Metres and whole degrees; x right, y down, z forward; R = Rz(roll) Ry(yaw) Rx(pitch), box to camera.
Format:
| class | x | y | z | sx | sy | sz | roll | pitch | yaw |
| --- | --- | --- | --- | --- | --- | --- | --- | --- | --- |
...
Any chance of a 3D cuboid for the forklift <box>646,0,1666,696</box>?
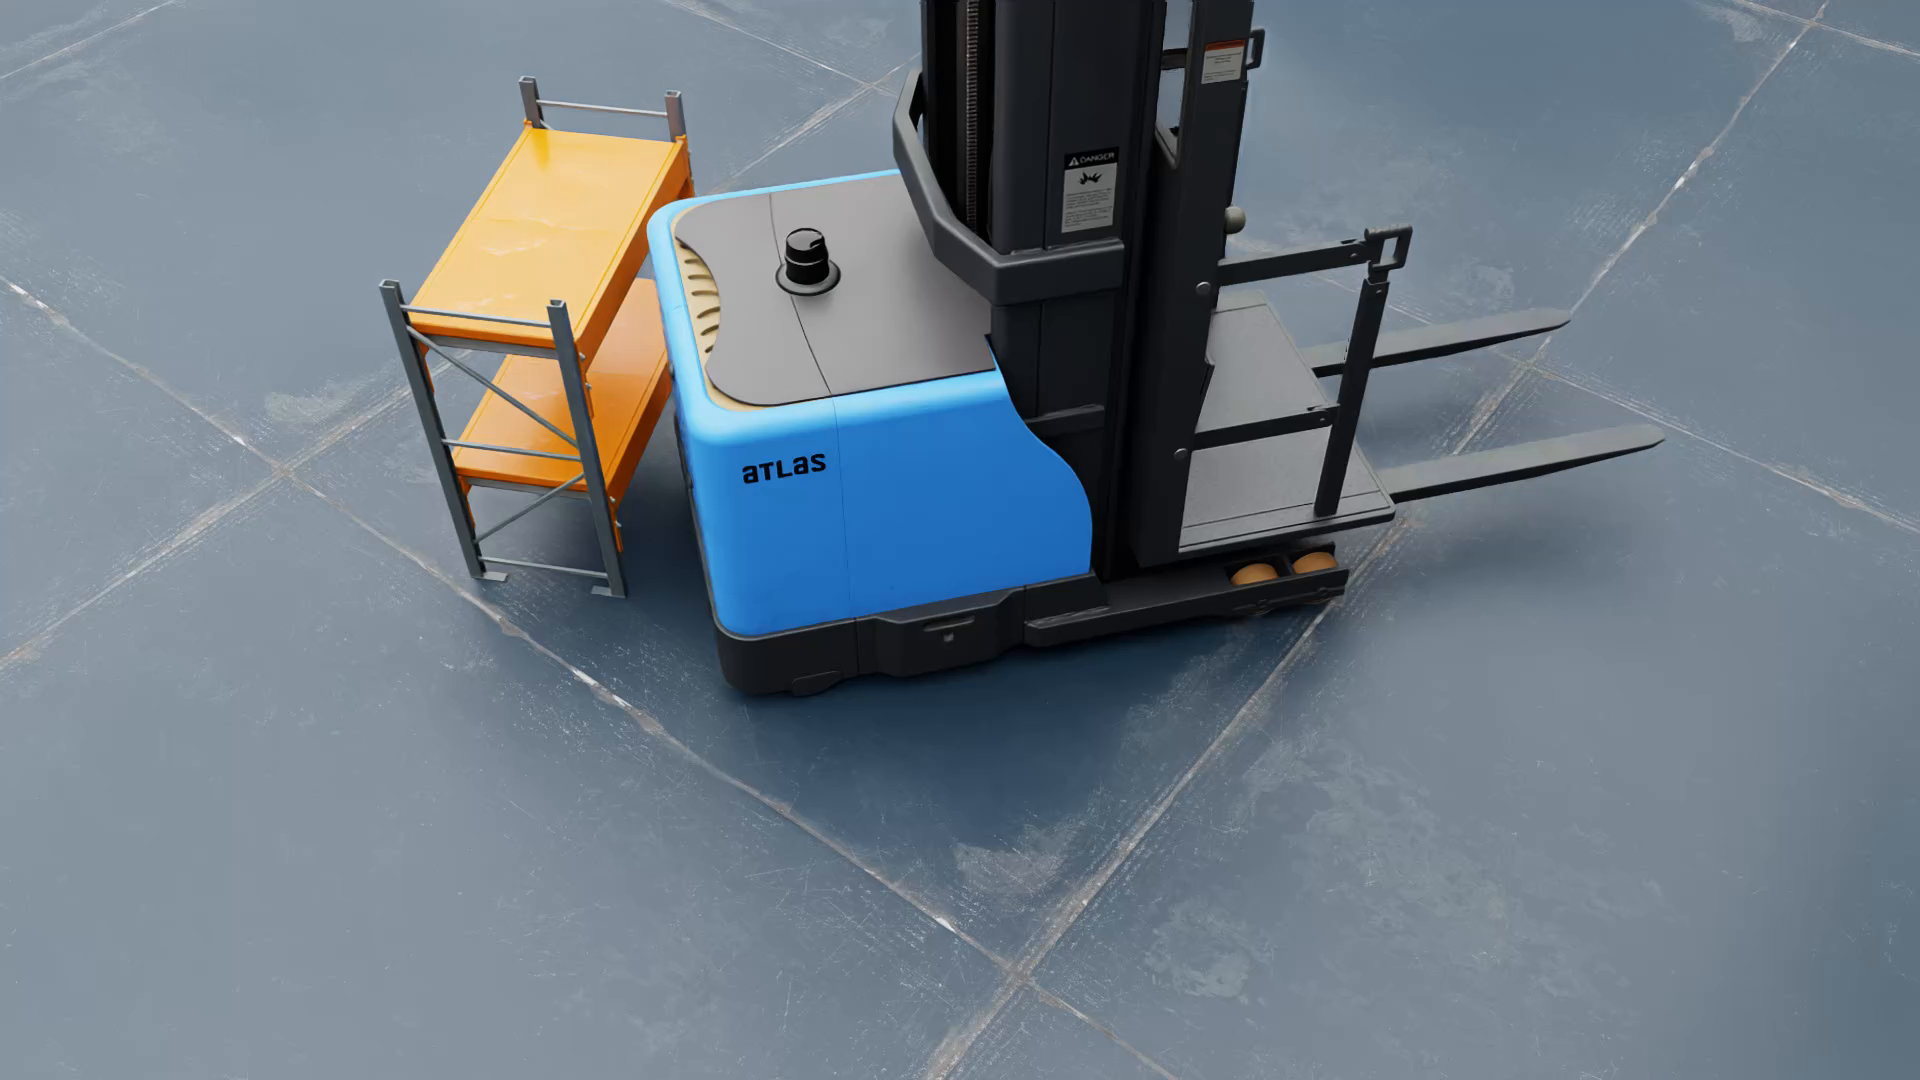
| class | x | y | z | sx | sy | sz | roll | pitch | yaw |
| --- | --- | --- | --- | --- | --- | --- | --- | --- | --- |
| forklift | 0.681 | -1.143 | 4.315 | 3.031 | 2.935 | 1.130 | -10 | 47 | -10 |

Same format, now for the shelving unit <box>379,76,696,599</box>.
| class | x | y | z | sx | sy | sz | roll | pitch | yaw |
| --- | --- | --- | --- | --- | --- | --- | --- | --- | --- |
| shelving unit | -1.174 | -0.613 | 5.057 | 0.538 | 1.125 | 1.048 | 7 | 47 | 7 |

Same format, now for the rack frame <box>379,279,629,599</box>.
| class | x | y | z | sx | sy | sz | roll | pitch | yaw |
| --- | --- | --- | --- | --- | --- | --- | --- | --- | --- |
| rack frame | -1.265 | -0.251 | 4.712 | 0.500 | 1.125 | 0.032 | 7 | 47 | 7 |

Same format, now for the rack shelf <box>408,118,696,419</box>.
| class | x | y | z | sx | sy | sz | roll | pitch | yaw |
| --- | --- | --- | --- | --- | --- | --- | --- | --- | --- |
| rack shelf | -1.174 | -0.815 | 4.846 | 0.538 | 0.278 | 1.000 | 7 | 47 | 7 |

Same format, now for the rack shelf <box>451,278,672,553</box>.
| class | x | y | z | sx | sy | sz | roll | pitch | yaw |
| --- | --- | --- | --- | --- | --- | --- | --- | --- | --- |
| rack shelf | -1.174 | -0.444 | 5.234 | 0.538 | 0.278 | 1.000 | 7 | 47 | 7 |

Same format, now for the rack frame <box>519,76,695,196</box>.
| class | x | y | z | sx | sy | sz | roll | pitch | yaw |
| --- | --- | --- | --- | --- | --- | --- | --- | --- | --- |
| rack frame | -1.084 | -0.974 | 5.403 | 0.500 | 1.125 | 0.032 | 7 | 47 | 7 |
